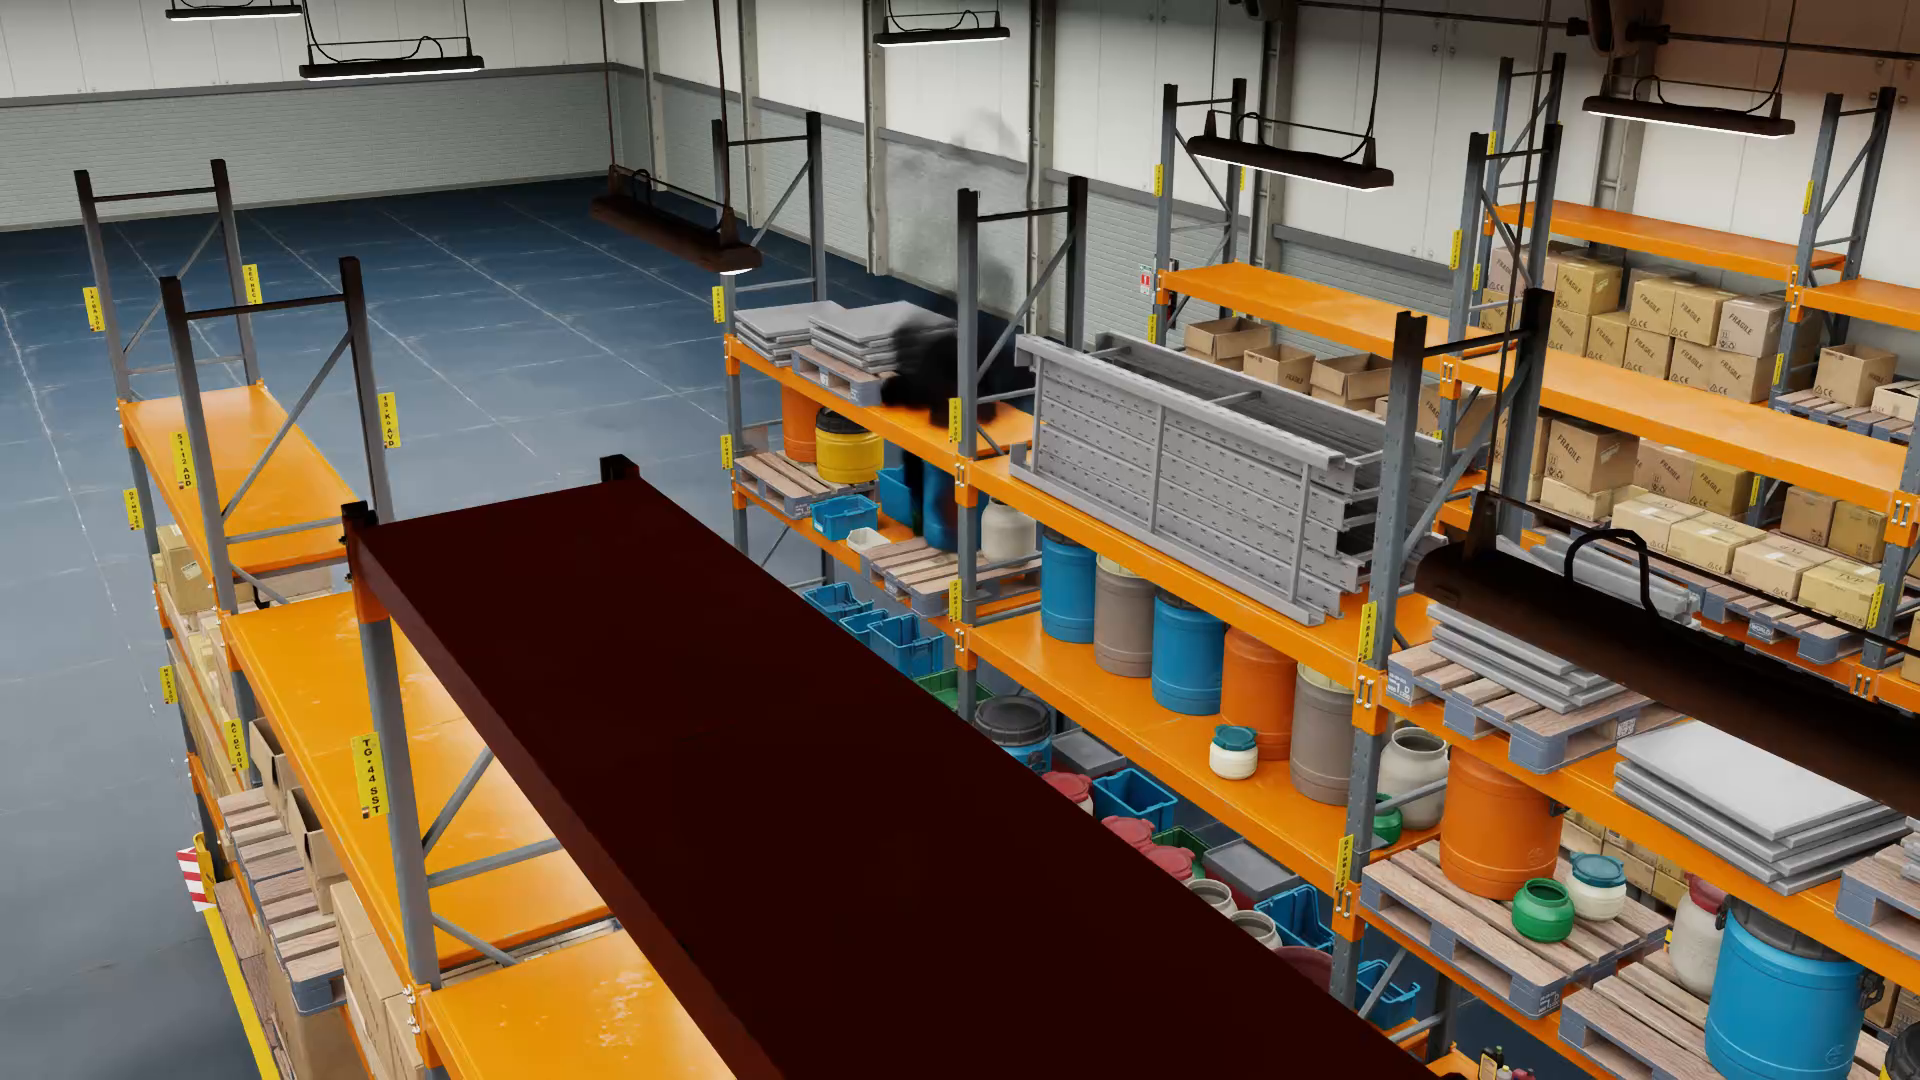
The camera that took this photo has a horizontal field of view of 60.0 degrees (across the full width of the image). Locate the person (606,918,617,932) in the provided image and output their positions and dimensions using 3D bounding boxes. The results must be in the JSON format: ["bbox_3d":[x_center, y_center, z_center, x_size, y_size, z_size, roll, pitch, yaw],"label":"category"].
[{"bbox_3d":[-2.634,2.653,11.694,0.653,1.890,0.733,-13,25,-29],"label":"person"}]
